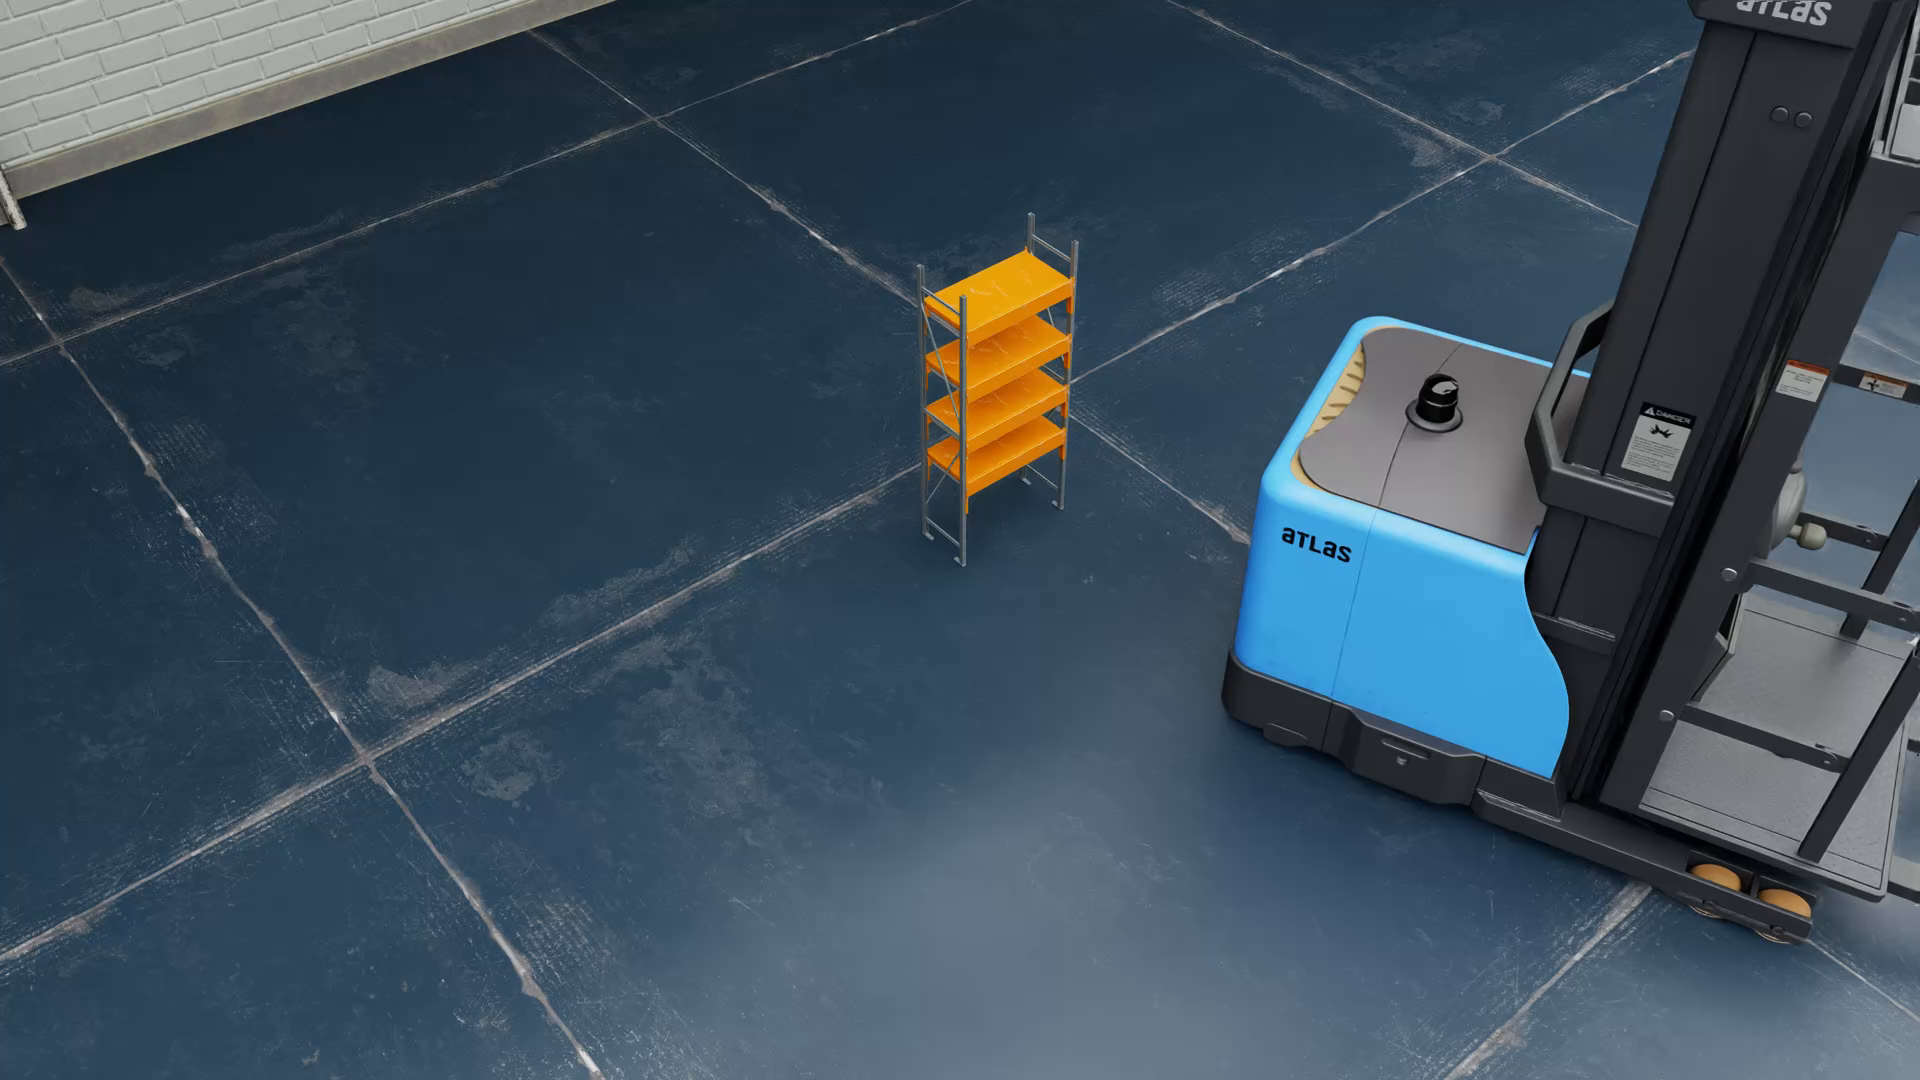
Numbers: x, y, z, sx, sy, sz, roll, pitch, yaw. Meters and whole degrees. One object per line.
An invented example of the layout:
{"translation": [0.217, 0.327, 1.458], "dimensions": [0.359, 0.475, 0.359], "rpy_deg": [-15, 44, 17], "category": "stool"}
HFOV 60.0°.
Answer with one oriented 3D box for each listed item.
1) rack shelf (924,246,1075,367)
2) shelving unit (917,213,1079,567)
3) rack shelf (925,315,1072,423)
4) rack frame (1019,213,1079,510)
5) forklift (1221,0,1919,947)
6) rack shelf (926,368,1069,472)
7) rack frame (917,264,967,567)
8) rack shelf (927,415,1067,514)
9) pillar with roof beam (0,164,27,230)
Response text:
{"translation": [0.127, -0.796, 5.648], "dimensions": [0.480, 0.148, 0.258], "rpy_deg": [-30, 51, -28], "category": "rack shelf"}
{"translation": [0.127, -0.510, 5.917], "dimensions": [0.503, 1.200, 0.258], "rpy_deg": [-30, 51, -28], "category": "shelving unit"}
{"translation": [0.127, -0.624, 5.810], "dimensions": [0.480, 0.148, 0.258], "rpy_deg": [-30, 51, -28], "category": "rack shelf"}
{"translation": [0.314, -0.617, 6.031], "dimensions": [0.015, 1.200, 0.240], "rpy_deg": [-30, 51, -28], "category": "rack frame"}
{"translation": [2.424, -0.285, 4.412], "dimensions": [3.031, 2.935, 1.130], "rpy_deg": [20, 47, 20], "category": "forklift"}
{"translation": [0.127, -0.461, 5.963], "dimensions": [0.480, 0.148, 0.258], "rpy_deg": [-30, 51, -28], "category": "rack shelf"}
{"translation": [-0.060, -0.403, 5.803], "dimensions": [0.015, 1.200, 0.240], "rpy_deg": [-30, 51, -28], "category": "rack frame"}
{"translation": [0.127, -0.316, 6.099], "dimensions": [0.480, 0.148, 0.258], "rpy_deg": [-30, 51, -28], "category": "rack shelf"}
{"translation": [-1.874, -2.490, 2.328], "dimensions": [0.400, 9.000, 9.100], "rpy_deg": [-30, 51, -28], "category": "pillar with roof beam"}
